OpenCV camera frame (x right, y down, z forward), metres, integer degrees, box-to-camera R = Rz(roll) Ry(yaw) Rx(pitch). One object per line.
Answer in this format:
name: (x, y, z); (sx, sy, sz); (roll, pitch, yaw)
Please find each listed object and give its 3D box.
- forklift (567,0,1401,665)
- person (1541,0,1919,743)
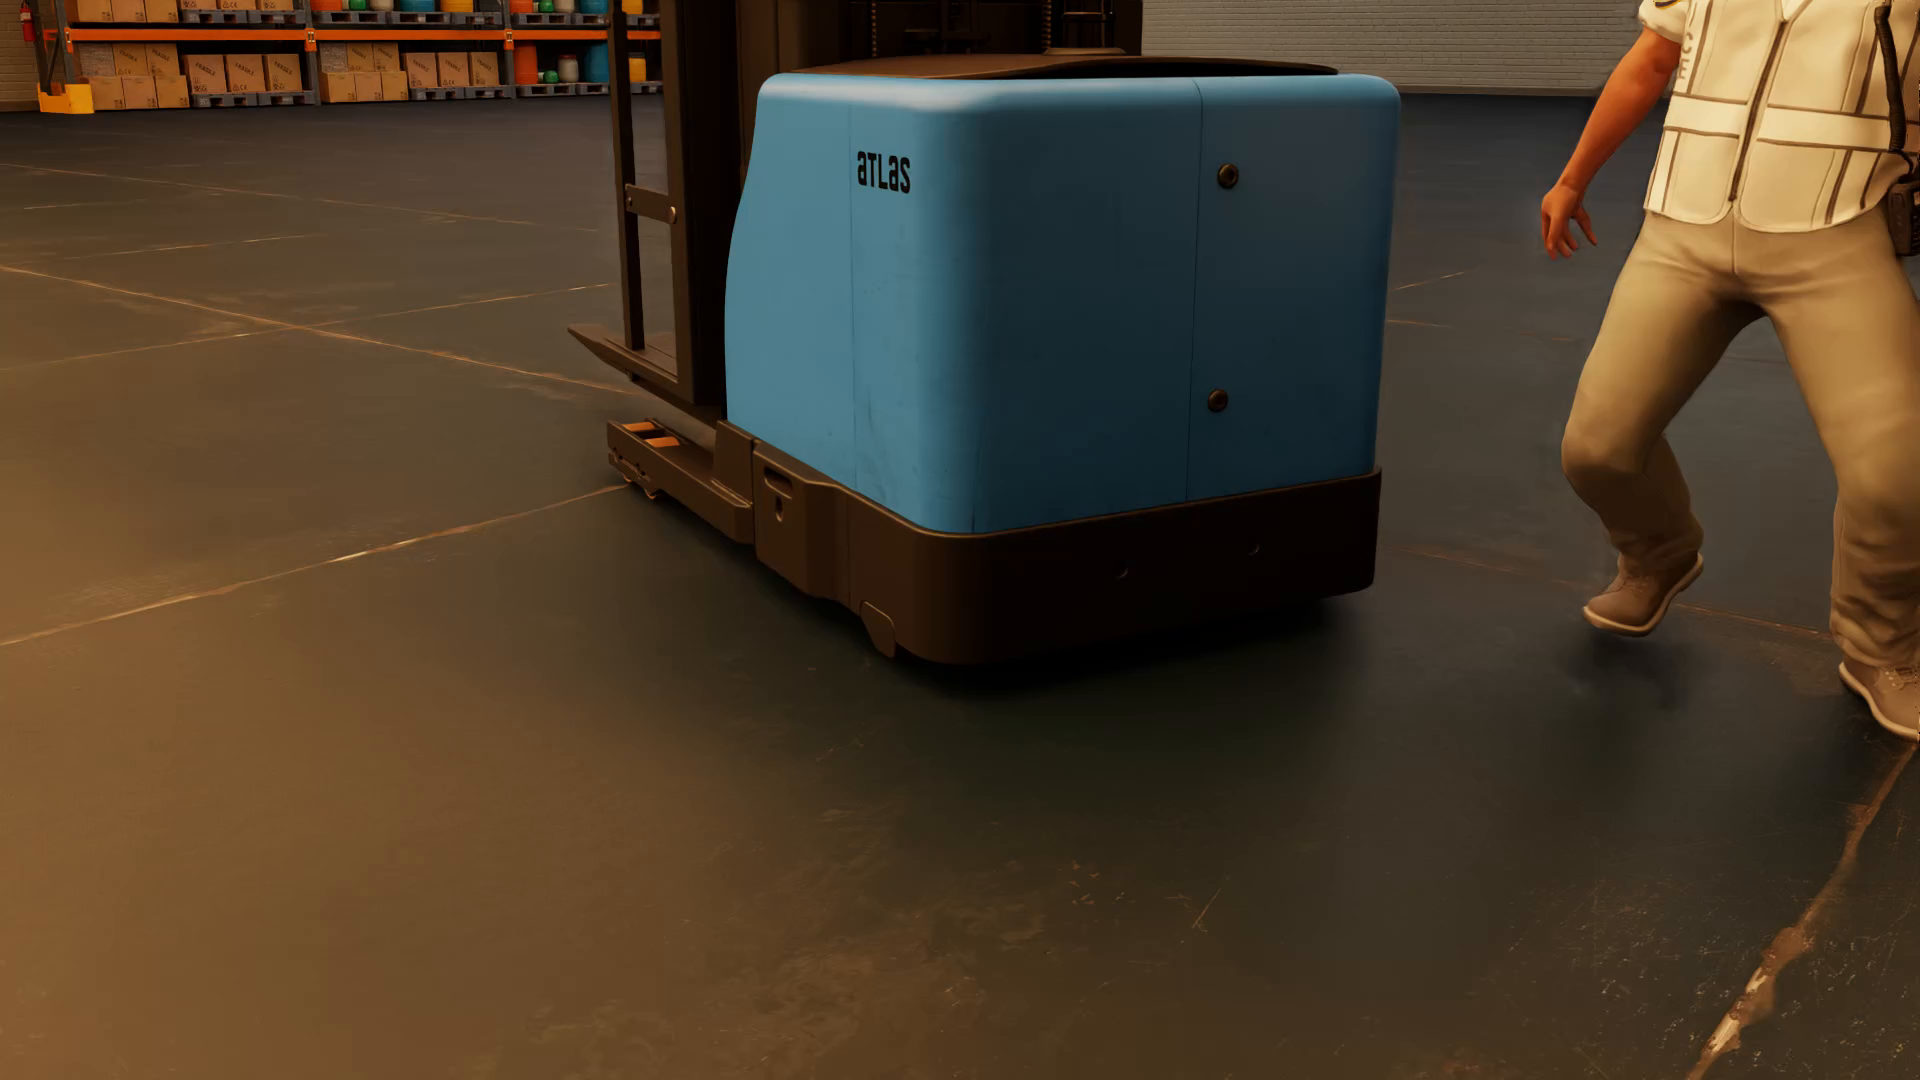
forklift: (-0.288, -1.559, 4.031); (1.130, 2.935, 3.031); (-9, 19, -27)
person: (1.423, -0.553, 2.915); (0.505, 1.671, 0.897); (-16, 23, -42)
